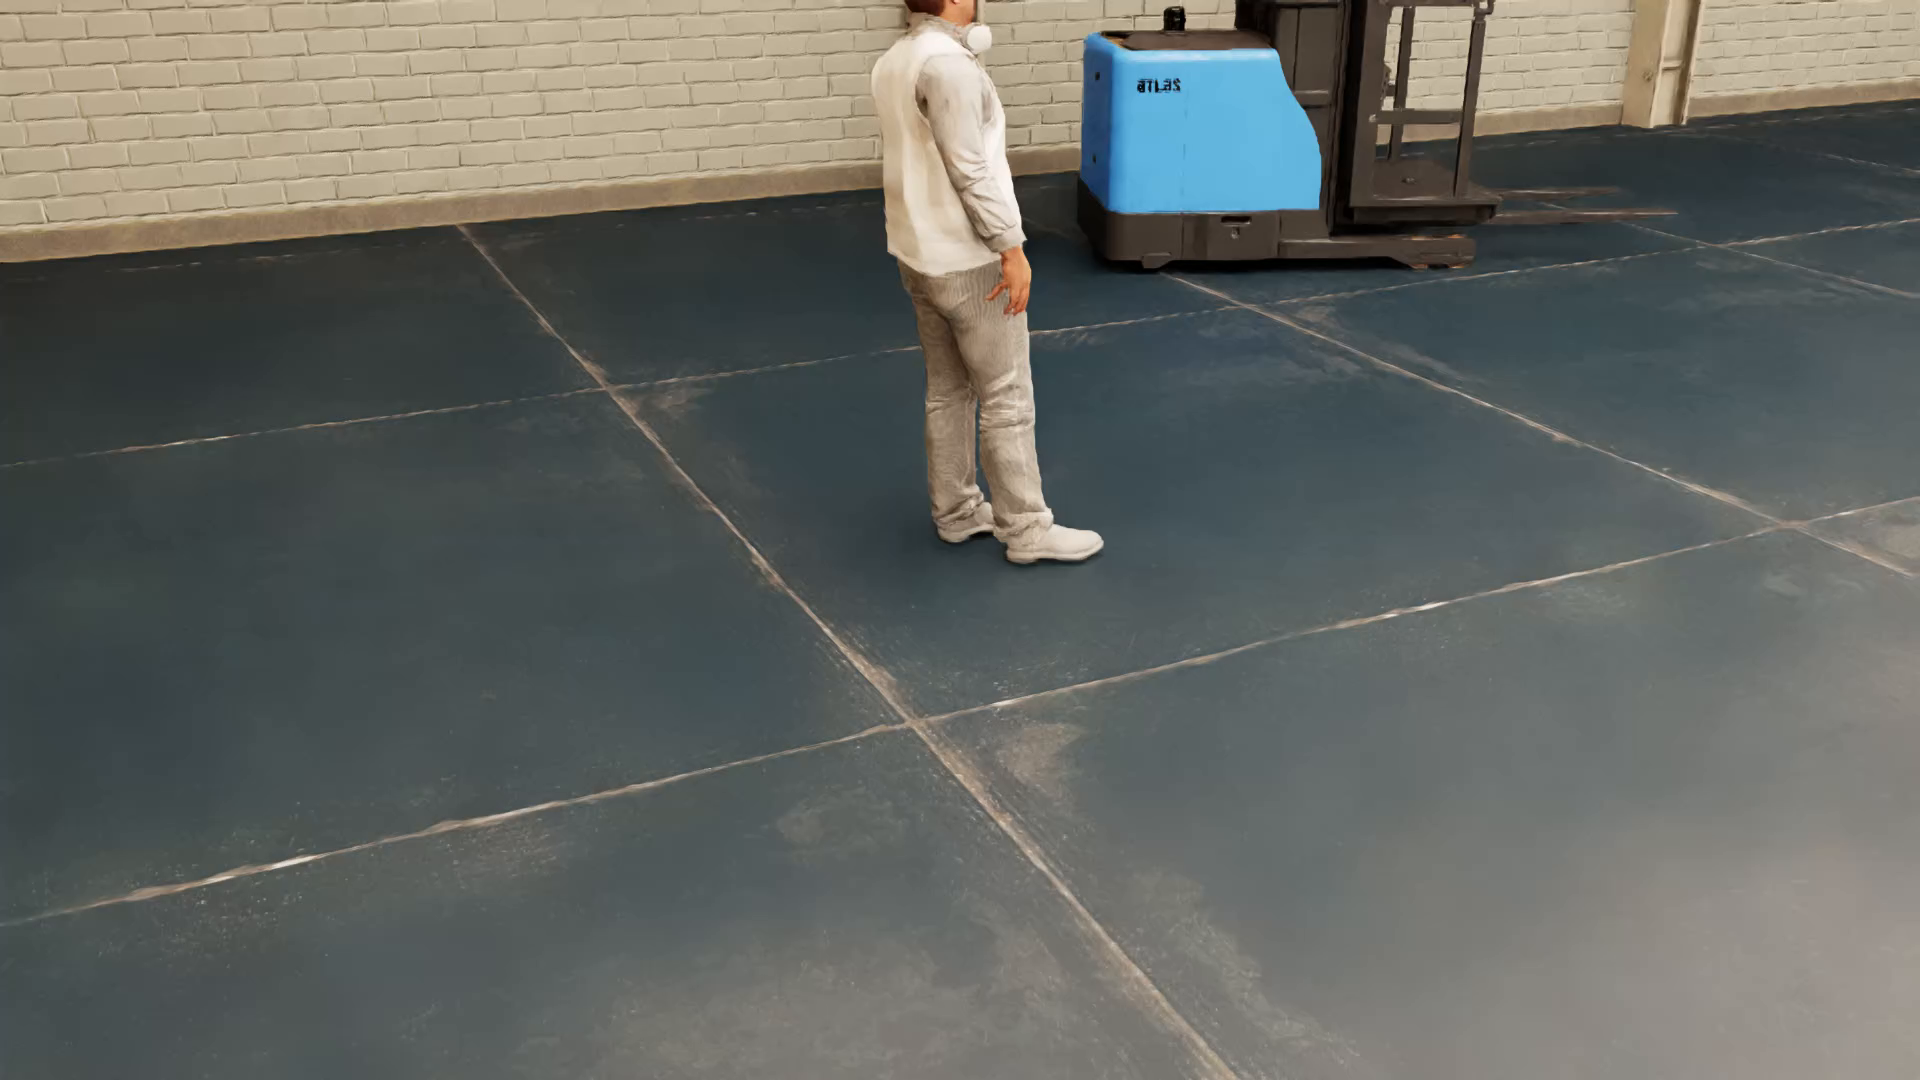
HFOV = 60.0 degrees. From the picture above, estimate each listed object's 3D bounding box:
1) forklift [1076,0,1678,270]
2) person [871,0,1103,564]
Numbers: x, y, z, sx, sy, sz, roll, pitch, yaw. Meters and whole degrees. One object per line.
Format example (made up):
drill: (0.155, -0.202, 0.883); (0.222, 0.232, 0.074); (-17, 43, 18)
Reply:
forklift: (2.185, -2.920, 8.314); (3.031, 2.935, 1.130); (-2, 23, -5)
person: (0.060, -0.833, 4.781); (0.567, 1.773, 0.632); (-10, 25, -23)
